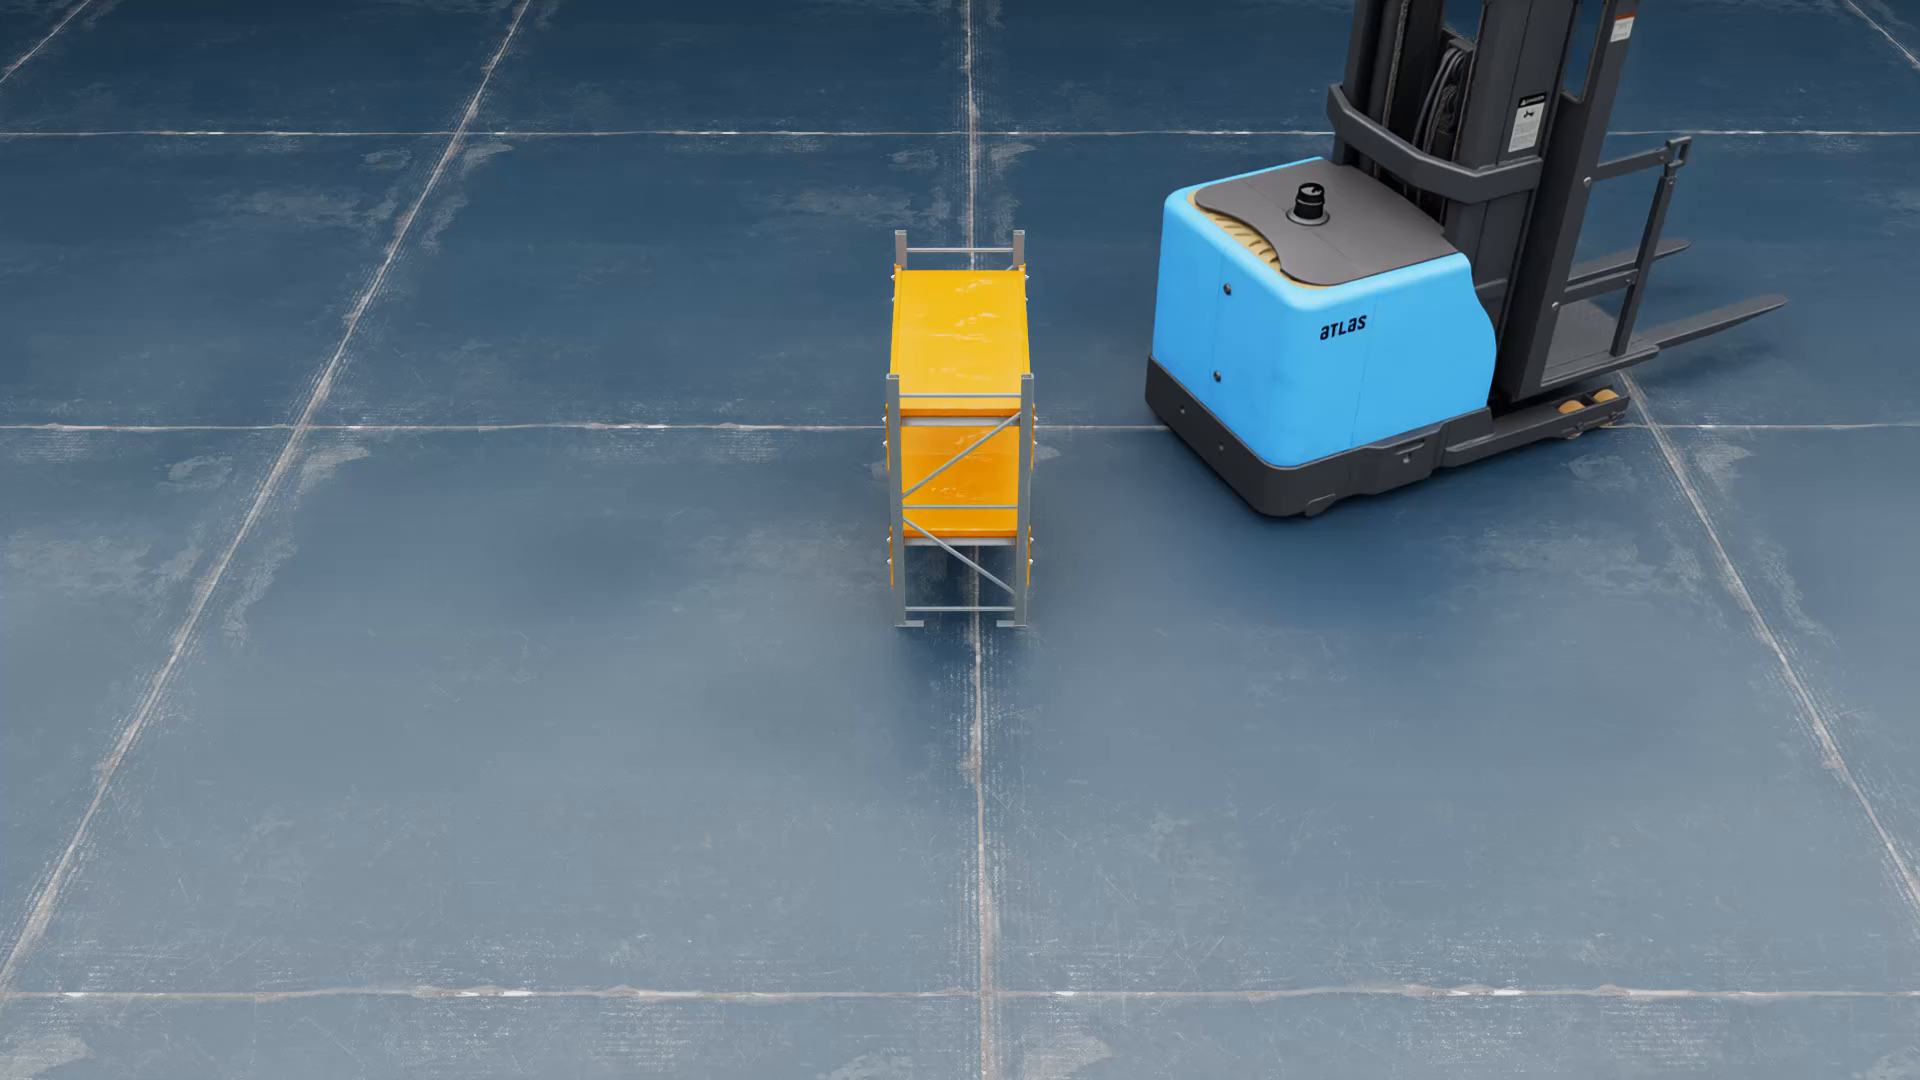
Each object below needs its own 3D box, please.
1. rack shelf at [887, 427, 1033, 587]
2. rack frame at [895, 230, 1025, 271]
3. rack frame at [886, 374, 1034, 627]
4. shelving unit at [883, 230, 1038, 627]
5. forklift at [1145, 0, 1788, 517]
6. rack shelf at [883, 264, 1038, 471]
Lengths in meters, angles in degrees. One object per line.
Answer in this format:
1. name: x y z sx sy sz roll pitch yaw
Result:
1. rack shelf: 0.000 -0.244 6.546 0.538 0.278 1.000 0 39 0
2. rack frame: -0.001 -0.753 6.790 0.500 1.125 0.032 0 39 0
3. rack frame: 0.001 -0.117 5.996 0.500 1.125 0.032 0 39 0
4. shelving unit: 0.000 -0.435 6.393 0.538 1.125 1.048 0 39 0
5. forklift: 2.380 -1.868 6.737 3.031 2.935 1.130 -17 42 -20
6. rack shelf: 0.000 -0.663 6.210 0.538 0.278 1.000 0 39 0
